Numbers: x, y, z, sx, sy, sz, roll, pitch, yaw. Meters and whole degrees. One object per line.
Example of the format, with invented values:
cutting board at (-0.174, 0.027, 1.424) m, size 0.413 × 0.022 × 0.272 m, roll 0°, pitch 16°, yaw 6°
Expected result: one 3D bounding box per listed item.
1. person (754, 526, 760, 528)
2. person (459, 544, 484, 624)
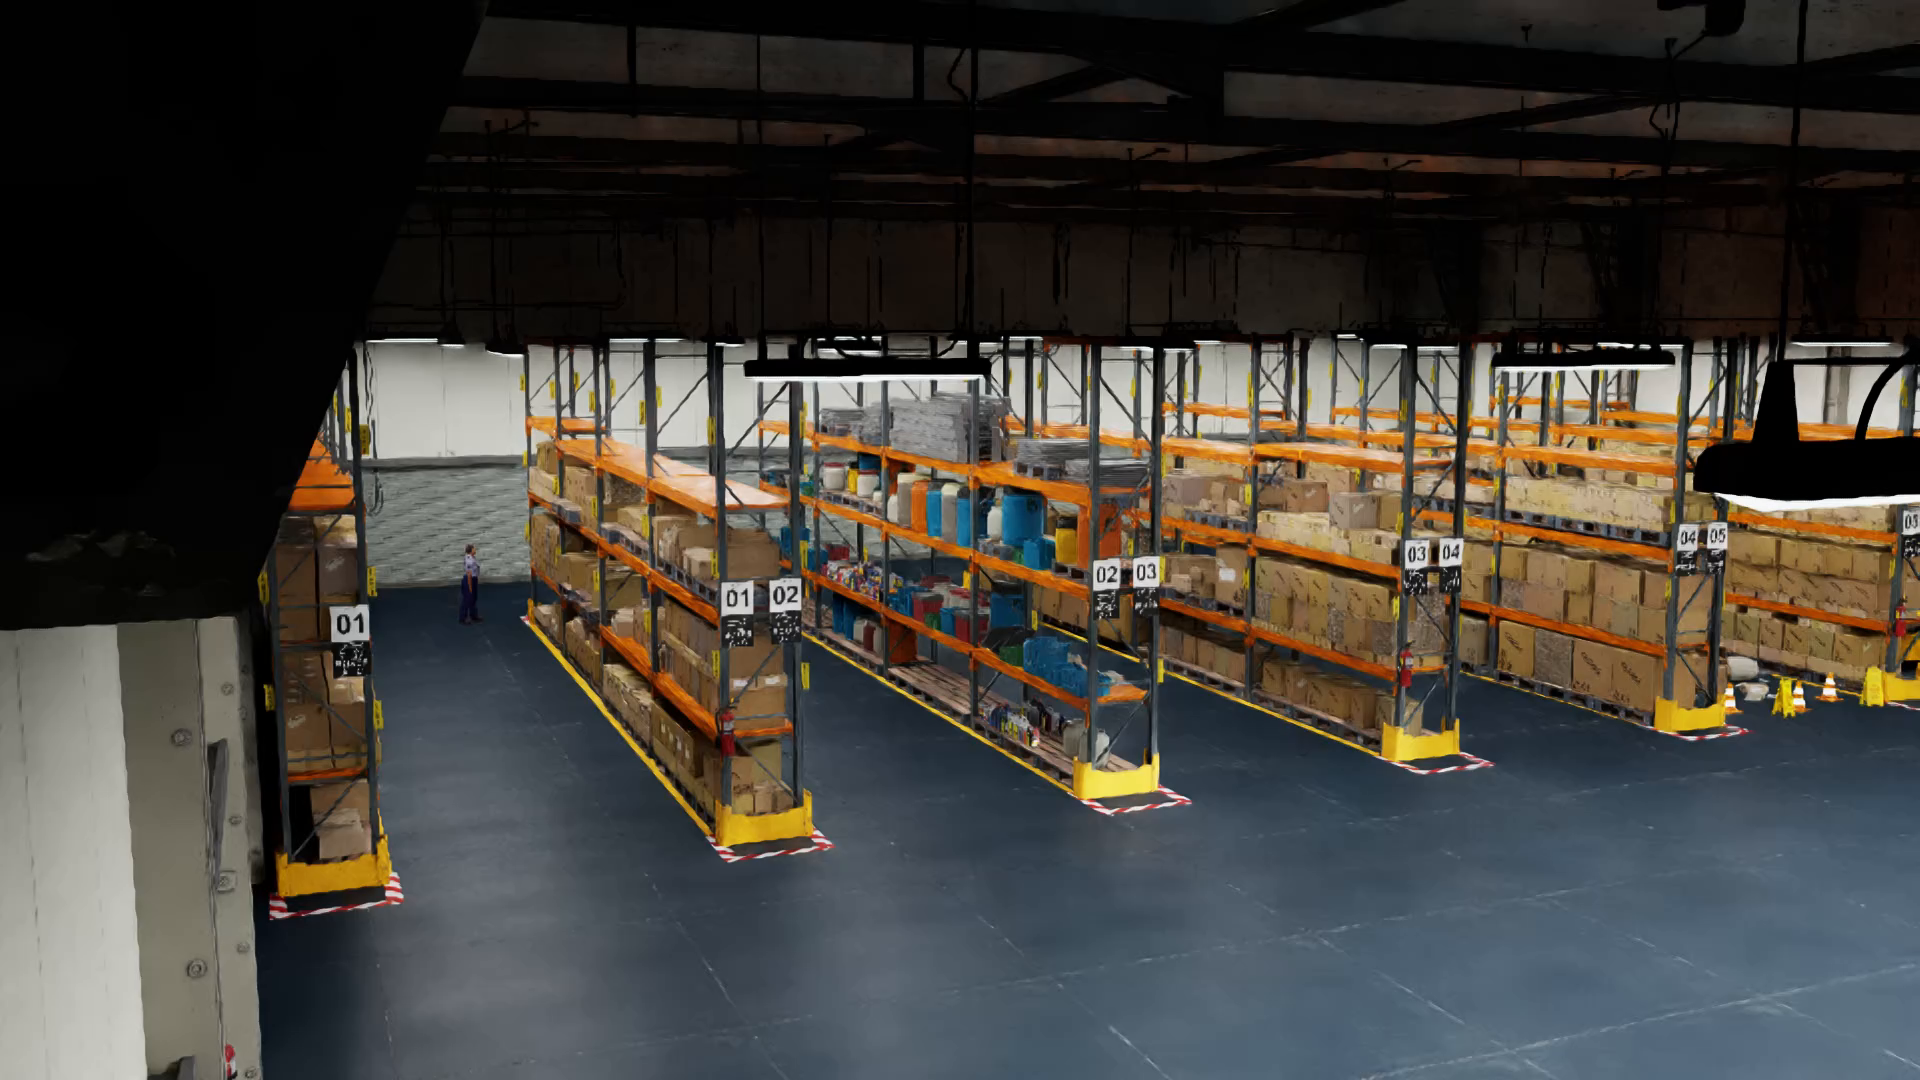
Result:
person at (-4.469, 0.491, 37.792) m, size 0.506 × 1.663 × 0.610 m, roll 6°, pitch 9°, yaw 37°
person at (-10.214, 0.907, 34.677) m, size 0.495 × 1.647 × 0.607 m, roll -2°, pitch 8°, yaw -15°
